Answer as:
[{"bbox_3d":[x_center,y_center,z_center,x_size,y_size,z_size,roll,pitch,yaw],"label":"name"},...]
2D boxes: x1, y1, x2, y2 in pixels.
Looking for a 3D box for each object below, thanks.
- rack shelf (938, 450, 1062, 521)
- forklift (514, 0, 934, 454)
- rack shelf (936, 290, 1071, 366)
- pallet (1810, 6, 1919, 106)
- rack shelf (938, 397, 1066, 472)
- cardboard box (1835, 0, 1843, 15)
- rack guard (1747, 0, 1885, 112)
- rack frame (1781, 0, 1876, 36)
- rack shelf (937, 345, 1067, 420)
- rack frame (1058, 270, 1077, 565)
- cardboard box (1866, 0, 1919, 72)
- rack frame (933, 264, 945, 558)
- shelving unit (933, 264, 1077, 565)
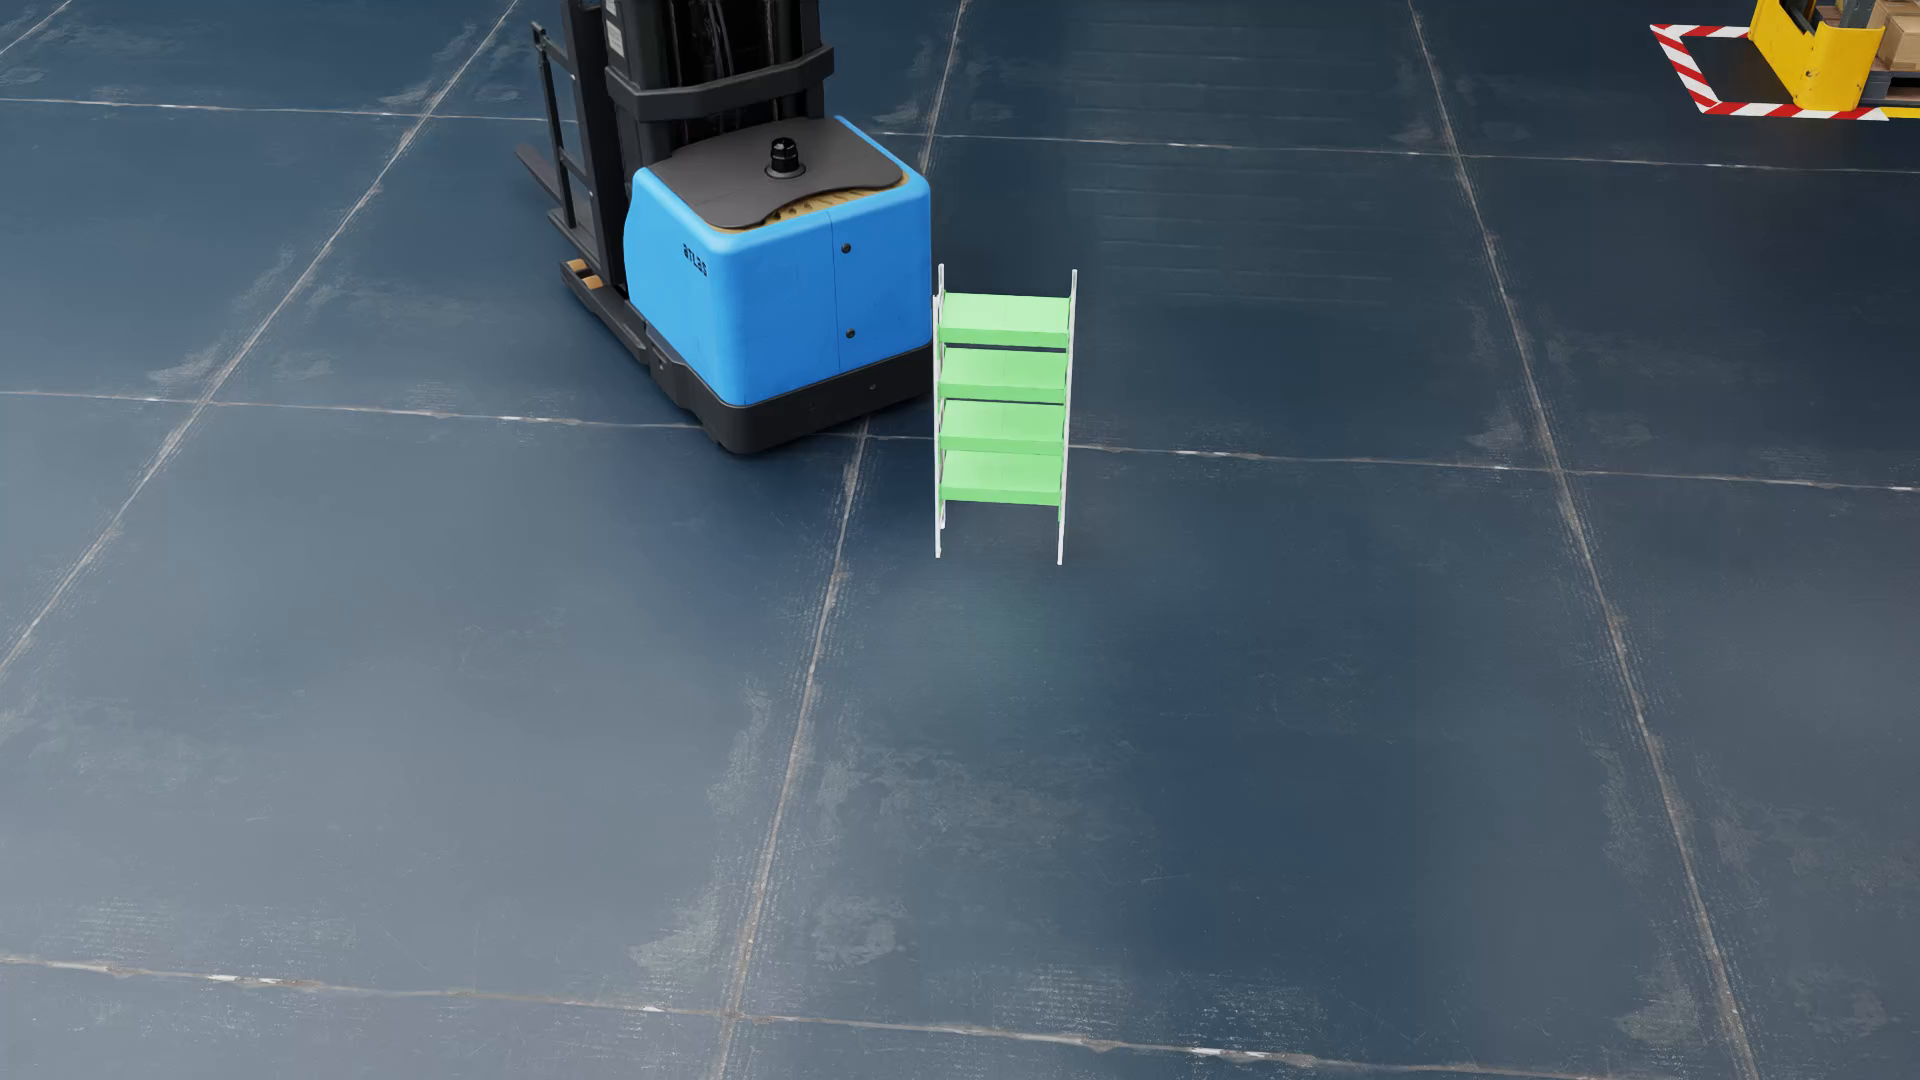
[{"bbox_3d":[0.165,-0.221,6.552,0.480,0.148,0.258,3,39,4],"label":"rack shelf"},{"bbox_3d":[-1.323,-2.405,7.383,1.130,2.935,3.031,-22,44,-25],"label":"forklift"},{"bbox_3d":[0.165,-0.779,6.097,0.480,0.148,0.258,3,39,4],"label":"rack shelf"},{"bbox_3d":[6.006,-2.983,10.247,1.213,0.211,1.003,3,39,4],"label":"pallet"},{"bbox_3d":[0.165,-0.407,6.400,0.480,0.148,0.258,3,39,4],"label":"rack shelf"},{"bbox_3d":[5.801,-3.332,10.313,0.500,0.250,0.500,3,39,4],"label":"cardboard box"},{"bbox_3d":[5.217,-3.111,10.176,0.348,0.500,1.175,3,39,4],"label":"rack guard"},{"bbox_3d":[5.241,-4.079,9.386,0.127,3.000,1.000,3,39,4],"label":"rack frame"},{"bbox_3d":[0.165,-0.593,6.249,0.480,0.148,0.258,3,39,4],"label":"rack shelf"},{"bbox_3d":[0.408,-0.443,6.344,0.015,1.200,0.240,3,39,4],"label":"rack frame"},{"bbox_3d":[5.756,-3.007,9.913,0.500,0.250,0.500,3,39,4],"label":"cardboard box"},{"bbox_3d":[-0.078,-0.470,6.376,0.015,1.200,0.240,3,39,4],"label":"rack frame"},{"bbox_3d":[0.165,-0.456,6.360,0.503,1.200,0.258,3,39,4],"label":"shelving unit"}]
